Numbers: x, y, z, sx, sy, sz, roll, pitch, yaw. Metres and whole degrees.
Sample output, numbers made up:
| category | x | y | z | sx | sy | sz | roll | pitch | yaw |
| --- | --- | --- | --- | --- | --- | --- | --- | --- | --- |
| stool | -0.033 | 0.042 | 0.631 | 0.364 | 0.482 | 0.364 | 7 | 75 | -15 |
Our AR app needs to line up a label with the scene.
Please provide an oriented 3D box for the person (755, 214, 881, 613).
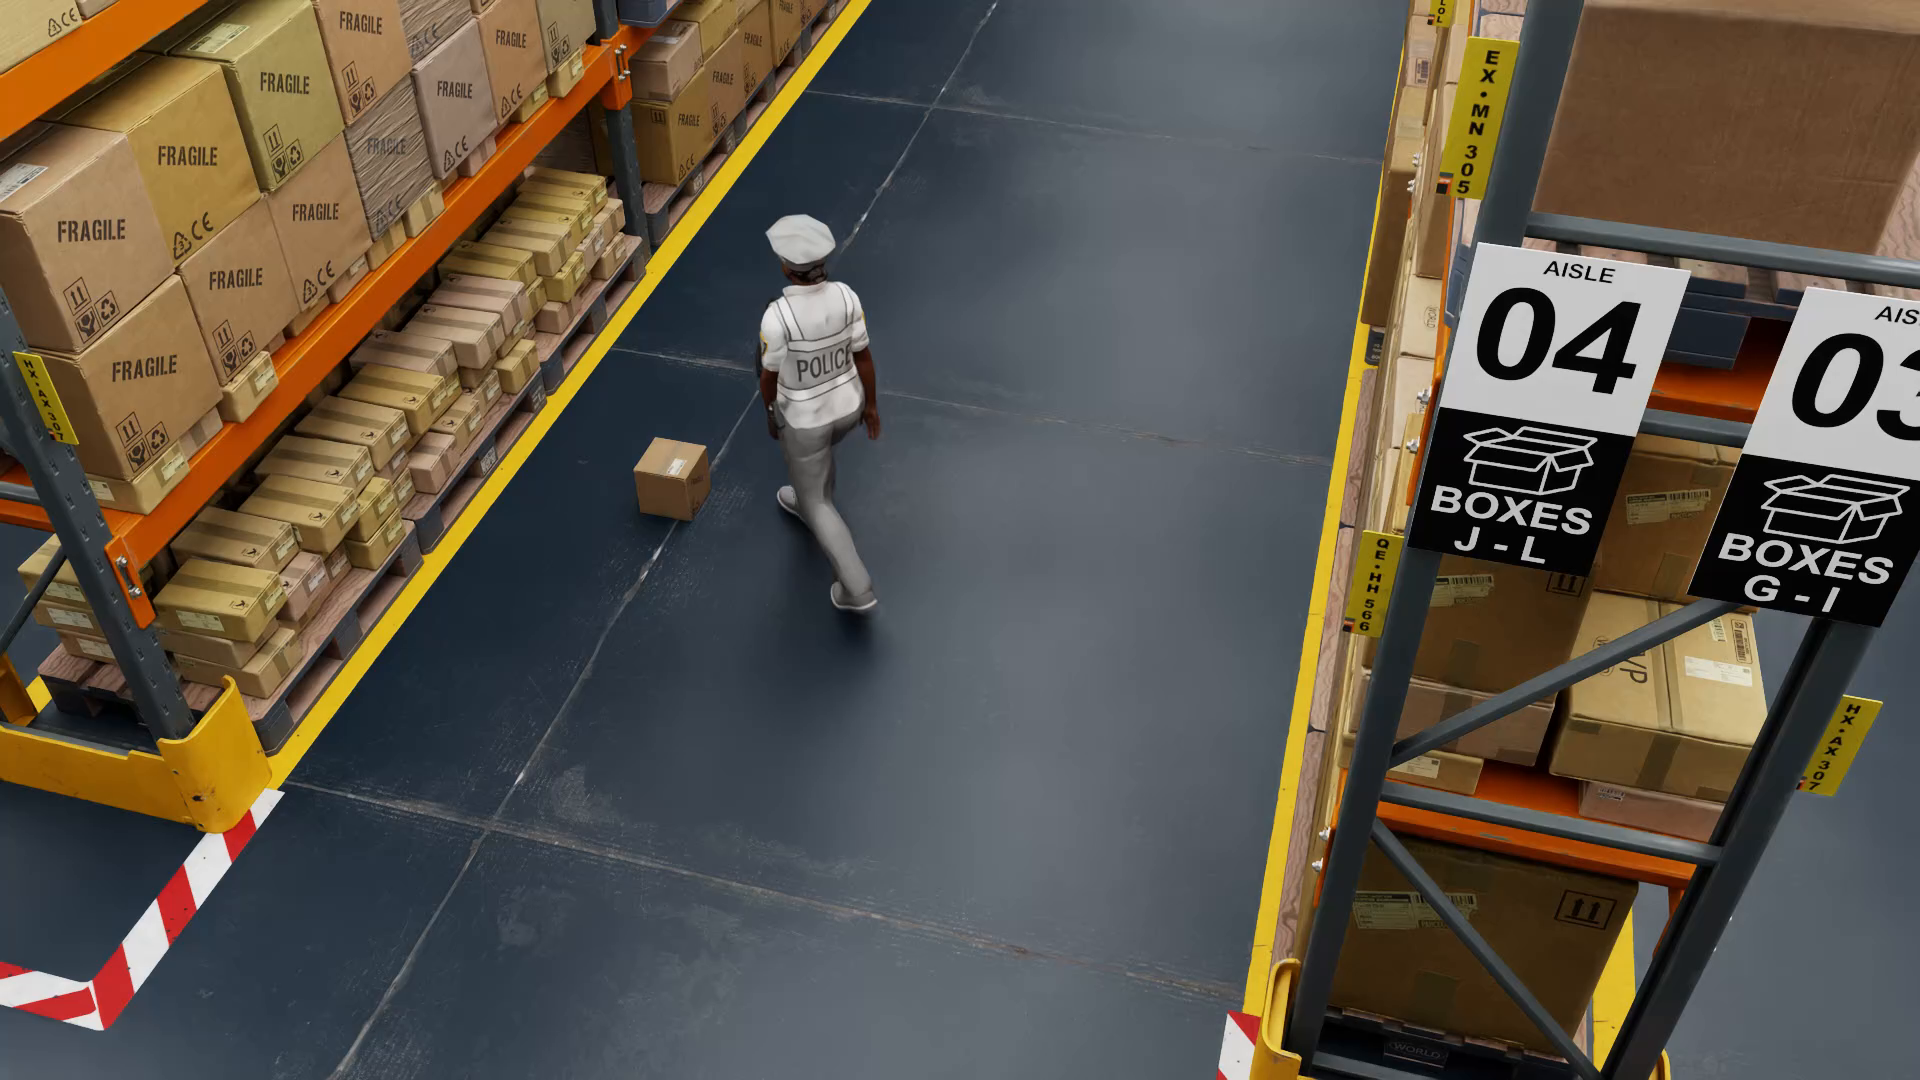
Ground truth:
| category | x | y | z | sx | sy | sz | roll | pitch | yaw |
| --- | --- | --- | --- | --- | --- | --- | --- | --- | --- |
| person | -0.562 | -0.531 | 6.756 | 0.462 | 1.627 | 0.968 | -28 | 49 | -29 |
